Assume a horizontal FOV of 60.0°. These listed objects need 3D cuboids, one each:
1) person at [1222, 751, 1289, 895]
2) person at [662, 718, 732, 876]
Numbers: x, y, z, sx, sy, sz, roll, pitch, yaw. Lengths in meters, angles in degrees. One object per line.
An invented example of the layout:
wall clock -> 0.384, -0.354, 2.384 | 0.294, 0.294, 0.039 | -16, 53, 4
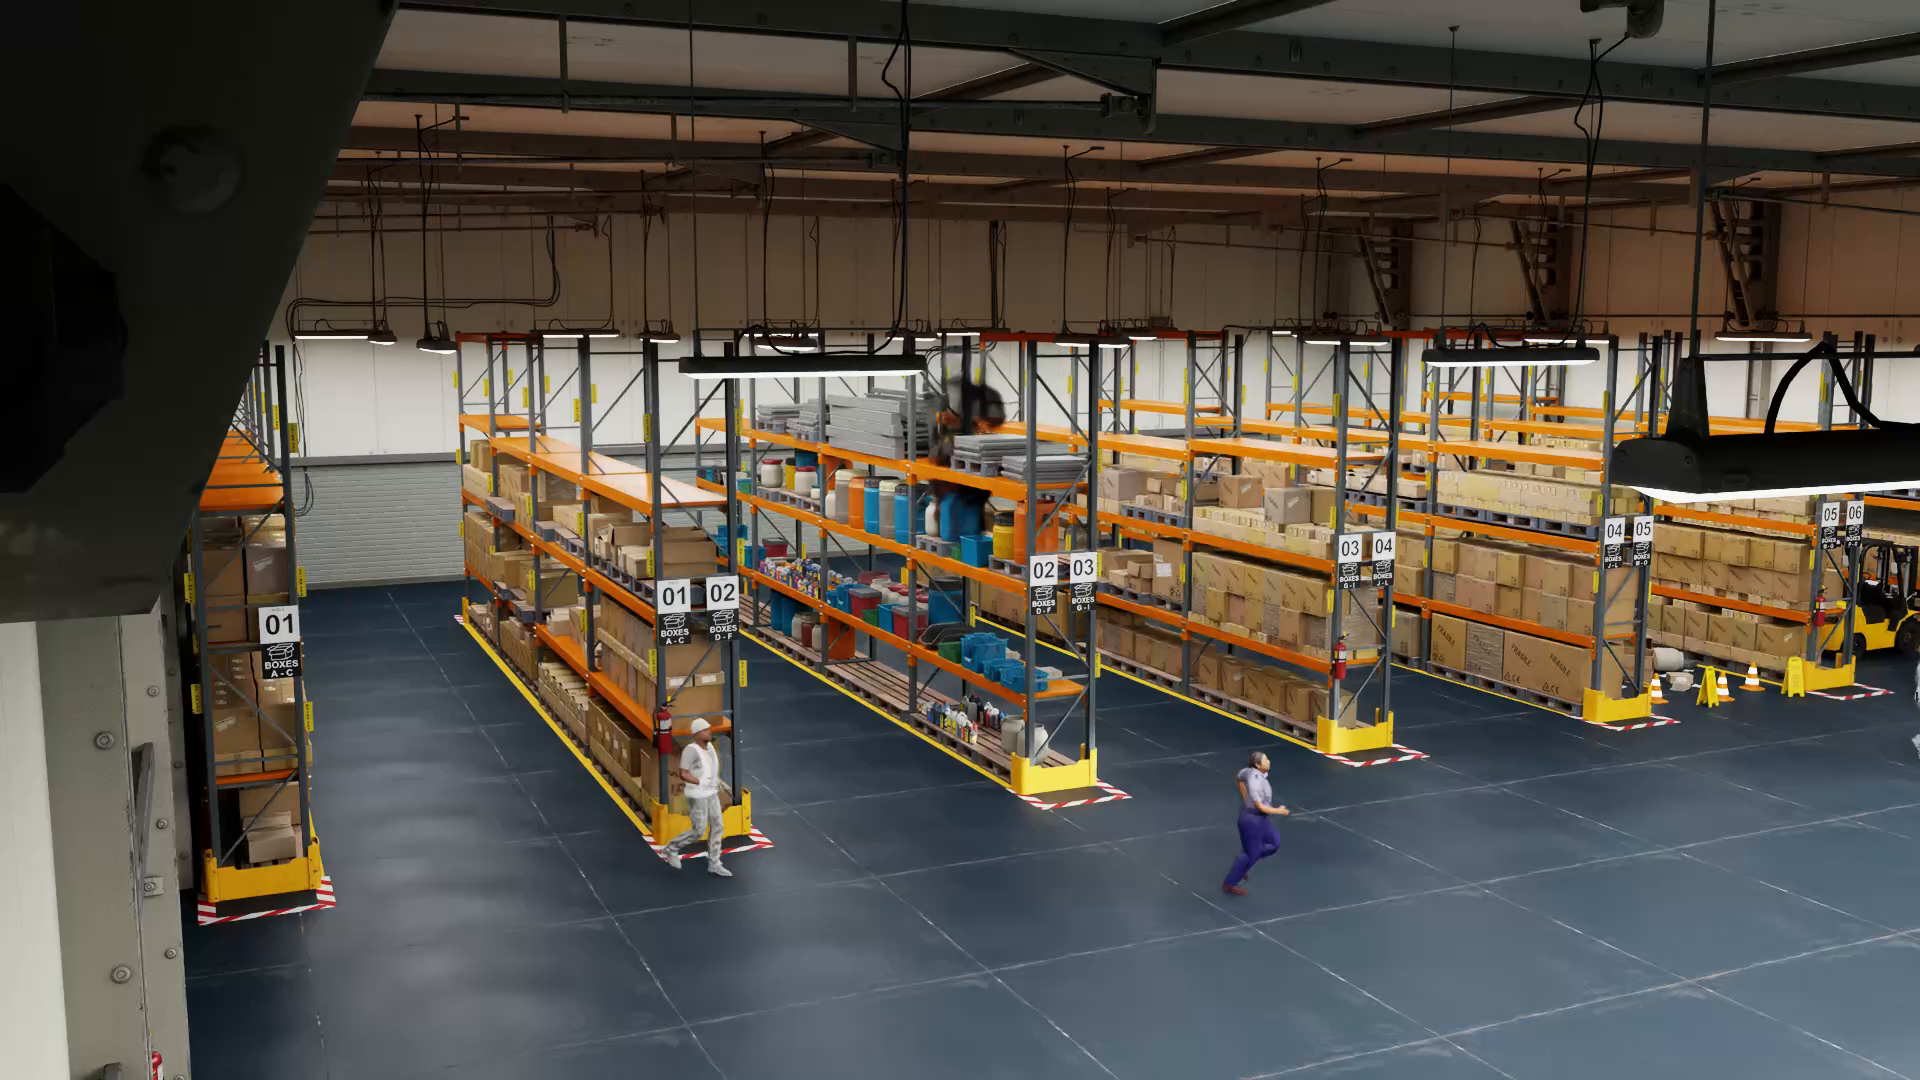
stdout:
person -> 3.258, 3.087, 18.293 | 0.705, 1.606, 0.628 | 1, 8, 10
person -> -2.958, 2.919, 18.948 | 0.827, 1.786, 0.706 | 3, 8, 18
